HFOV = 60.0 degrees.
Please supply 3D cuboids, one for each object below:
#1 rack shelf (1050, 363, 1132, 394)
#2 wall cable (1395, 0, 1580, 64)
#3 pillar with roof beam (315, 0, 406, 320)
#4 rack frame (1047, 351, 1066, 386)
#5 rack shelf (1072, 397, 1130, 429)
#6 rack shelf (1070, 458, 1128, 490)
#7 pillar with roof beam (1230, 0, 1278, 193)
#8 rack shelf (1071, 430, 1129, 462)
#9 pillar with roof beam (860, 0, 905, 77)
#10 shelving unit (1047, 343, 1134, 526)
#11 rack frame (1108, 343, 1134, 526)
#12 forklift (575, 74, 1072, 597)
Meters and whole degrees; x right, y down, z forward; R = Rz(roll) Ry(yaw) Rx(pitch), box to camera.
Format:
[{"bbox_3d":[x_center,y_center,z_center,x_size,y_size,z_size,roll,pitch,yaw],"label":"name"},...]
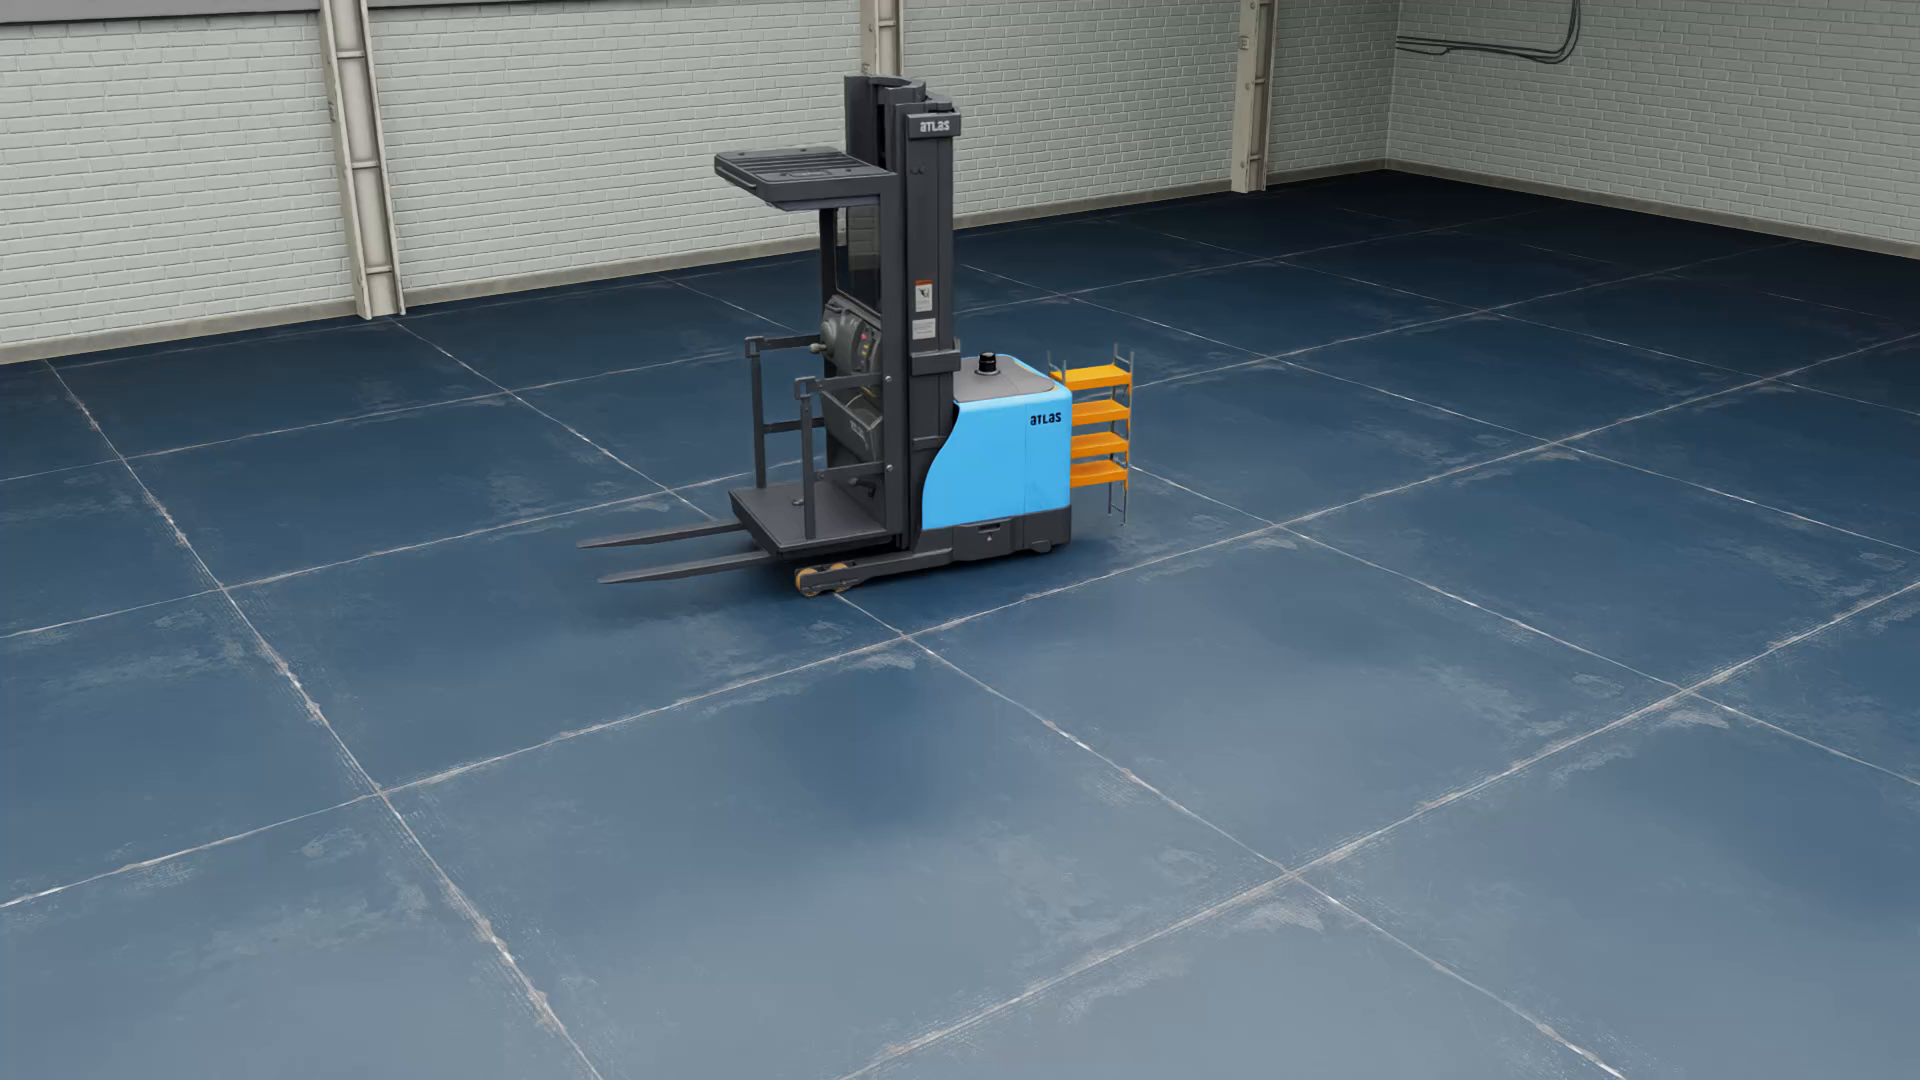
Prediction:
[{"bbox_3d":[0.839,-1.020,10.774,0.480,0.148,0.258,-9,24,-22],"label":"rack shelf"},{"bbox_3d":[7.150,-7.826,22.555,0.112,2.526,3.097,-15,26,-33],"label":"wall cable"},{"bbox_3d":[-3.240,-5.135,11.624,0.400,9.000,9.100,-15,26,-33],"label":"pillar with roof beam"},{"bbox_3d":[0.615,-0.619,10.829,0.015,1.200,0.240,-9,24,-22],"label":"rack frame"},{"bbox_3d":[0.839,-0.800,10.861,0.480,0.148,0.258,-9,24,-22],"label":"rack shelf"},{"bbox_3d":[0.839,-0.408,11.018,0.480,0.148,0.258,-9,24,-22],"label":"rack shelf"},{"bbox_3d":[6.501,-7.733,18.133,0.400,9.000,9.100,-15,26,-33],"label":"pillar with roof beam"},{"bbox_3d":[0.839,-0.593,10.944,0.480,0.148,0.258,-9,24,-22],"label":"rack shelf"},{"bbox_3d":[1.630,-6.434,14.878,0.400,9.000,9.100,-15,26,-33],"label":"pillar with roof beam"},{"bbox_3d":[0.839,-0.655,10.919,0.503,1.200,0.258,-9,24,-22],"label":"shelving unit"},{"bbox_3d":[1.063,-0.691,11.010,0.015,1.200,0.240,-9,24,-22],"label":"rack frame"},{"bbox_3d":[-0.848,-1.243,10.056,3.031,2.935,1.130,-9,24,-22],"label":"forklift"}]
